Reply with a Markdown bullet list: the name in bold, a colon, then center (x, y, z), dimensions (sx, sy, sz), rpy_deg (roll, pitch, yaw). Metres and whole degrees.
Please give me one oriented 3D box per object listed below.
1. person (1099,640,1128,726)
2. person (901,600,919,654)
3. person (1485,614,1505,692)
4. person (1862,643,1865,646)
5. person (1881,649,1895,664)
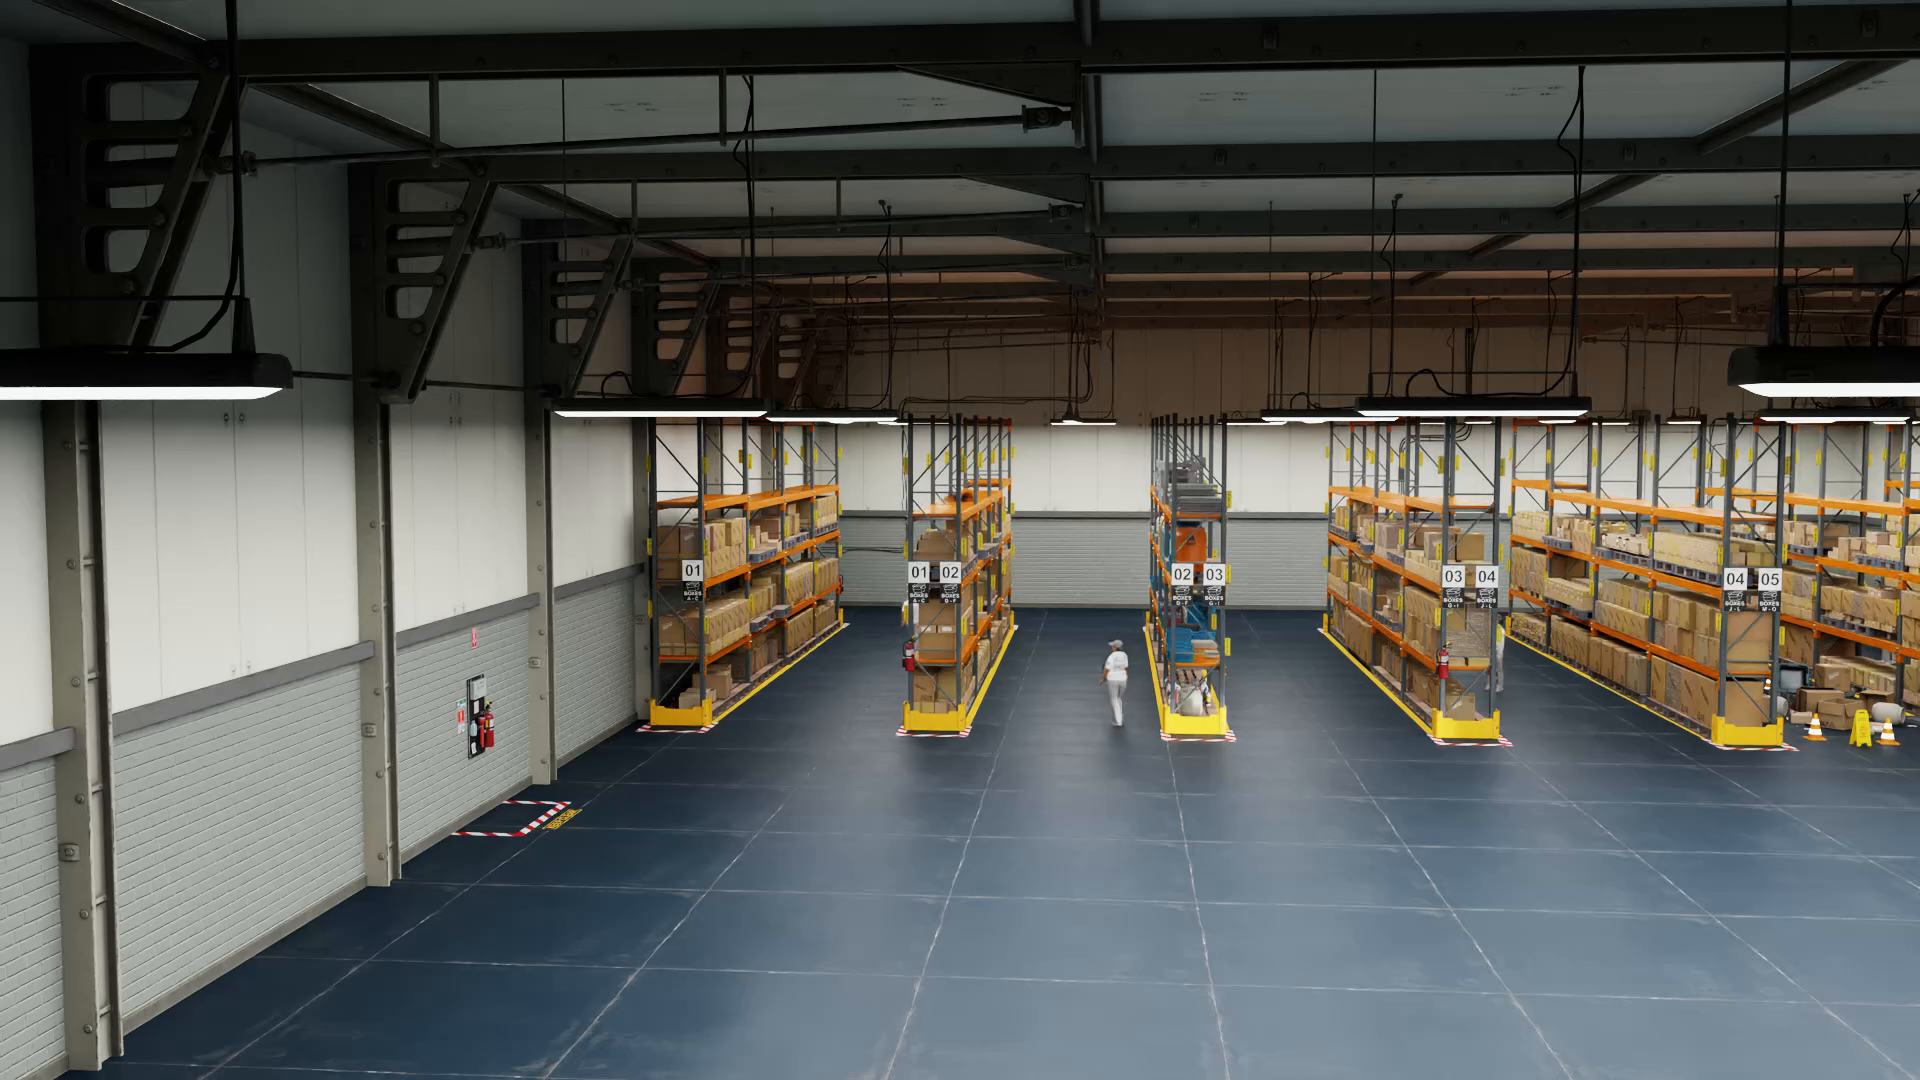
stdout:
- **person**: center (2.975, 2.768, 32.013), dimensions (0.519, 1.720, 0.598), rpy_deg (-2, 4, -30)
- **person**: center (-1.177, 2.083, 41.334), dimensions (0.576, 1.725, 1.013), rpy_deg (1, 4, 10)
- **person**: center (11.654, 2.436, 36.216), dimensions (0.393, 1.698, 0.516), rpy_deg (-2, 5, -32)
- **person**: center (23.350, 1.899, 43.634), dimensions (0.801, 1.750, 0.627), rpy_deg (2, 4, 26)
- **person**: center (22.510, 2.175, 40.403), dimensions (0.417, 1.675, 0.476), rpy_deg (2, 4, 25)
